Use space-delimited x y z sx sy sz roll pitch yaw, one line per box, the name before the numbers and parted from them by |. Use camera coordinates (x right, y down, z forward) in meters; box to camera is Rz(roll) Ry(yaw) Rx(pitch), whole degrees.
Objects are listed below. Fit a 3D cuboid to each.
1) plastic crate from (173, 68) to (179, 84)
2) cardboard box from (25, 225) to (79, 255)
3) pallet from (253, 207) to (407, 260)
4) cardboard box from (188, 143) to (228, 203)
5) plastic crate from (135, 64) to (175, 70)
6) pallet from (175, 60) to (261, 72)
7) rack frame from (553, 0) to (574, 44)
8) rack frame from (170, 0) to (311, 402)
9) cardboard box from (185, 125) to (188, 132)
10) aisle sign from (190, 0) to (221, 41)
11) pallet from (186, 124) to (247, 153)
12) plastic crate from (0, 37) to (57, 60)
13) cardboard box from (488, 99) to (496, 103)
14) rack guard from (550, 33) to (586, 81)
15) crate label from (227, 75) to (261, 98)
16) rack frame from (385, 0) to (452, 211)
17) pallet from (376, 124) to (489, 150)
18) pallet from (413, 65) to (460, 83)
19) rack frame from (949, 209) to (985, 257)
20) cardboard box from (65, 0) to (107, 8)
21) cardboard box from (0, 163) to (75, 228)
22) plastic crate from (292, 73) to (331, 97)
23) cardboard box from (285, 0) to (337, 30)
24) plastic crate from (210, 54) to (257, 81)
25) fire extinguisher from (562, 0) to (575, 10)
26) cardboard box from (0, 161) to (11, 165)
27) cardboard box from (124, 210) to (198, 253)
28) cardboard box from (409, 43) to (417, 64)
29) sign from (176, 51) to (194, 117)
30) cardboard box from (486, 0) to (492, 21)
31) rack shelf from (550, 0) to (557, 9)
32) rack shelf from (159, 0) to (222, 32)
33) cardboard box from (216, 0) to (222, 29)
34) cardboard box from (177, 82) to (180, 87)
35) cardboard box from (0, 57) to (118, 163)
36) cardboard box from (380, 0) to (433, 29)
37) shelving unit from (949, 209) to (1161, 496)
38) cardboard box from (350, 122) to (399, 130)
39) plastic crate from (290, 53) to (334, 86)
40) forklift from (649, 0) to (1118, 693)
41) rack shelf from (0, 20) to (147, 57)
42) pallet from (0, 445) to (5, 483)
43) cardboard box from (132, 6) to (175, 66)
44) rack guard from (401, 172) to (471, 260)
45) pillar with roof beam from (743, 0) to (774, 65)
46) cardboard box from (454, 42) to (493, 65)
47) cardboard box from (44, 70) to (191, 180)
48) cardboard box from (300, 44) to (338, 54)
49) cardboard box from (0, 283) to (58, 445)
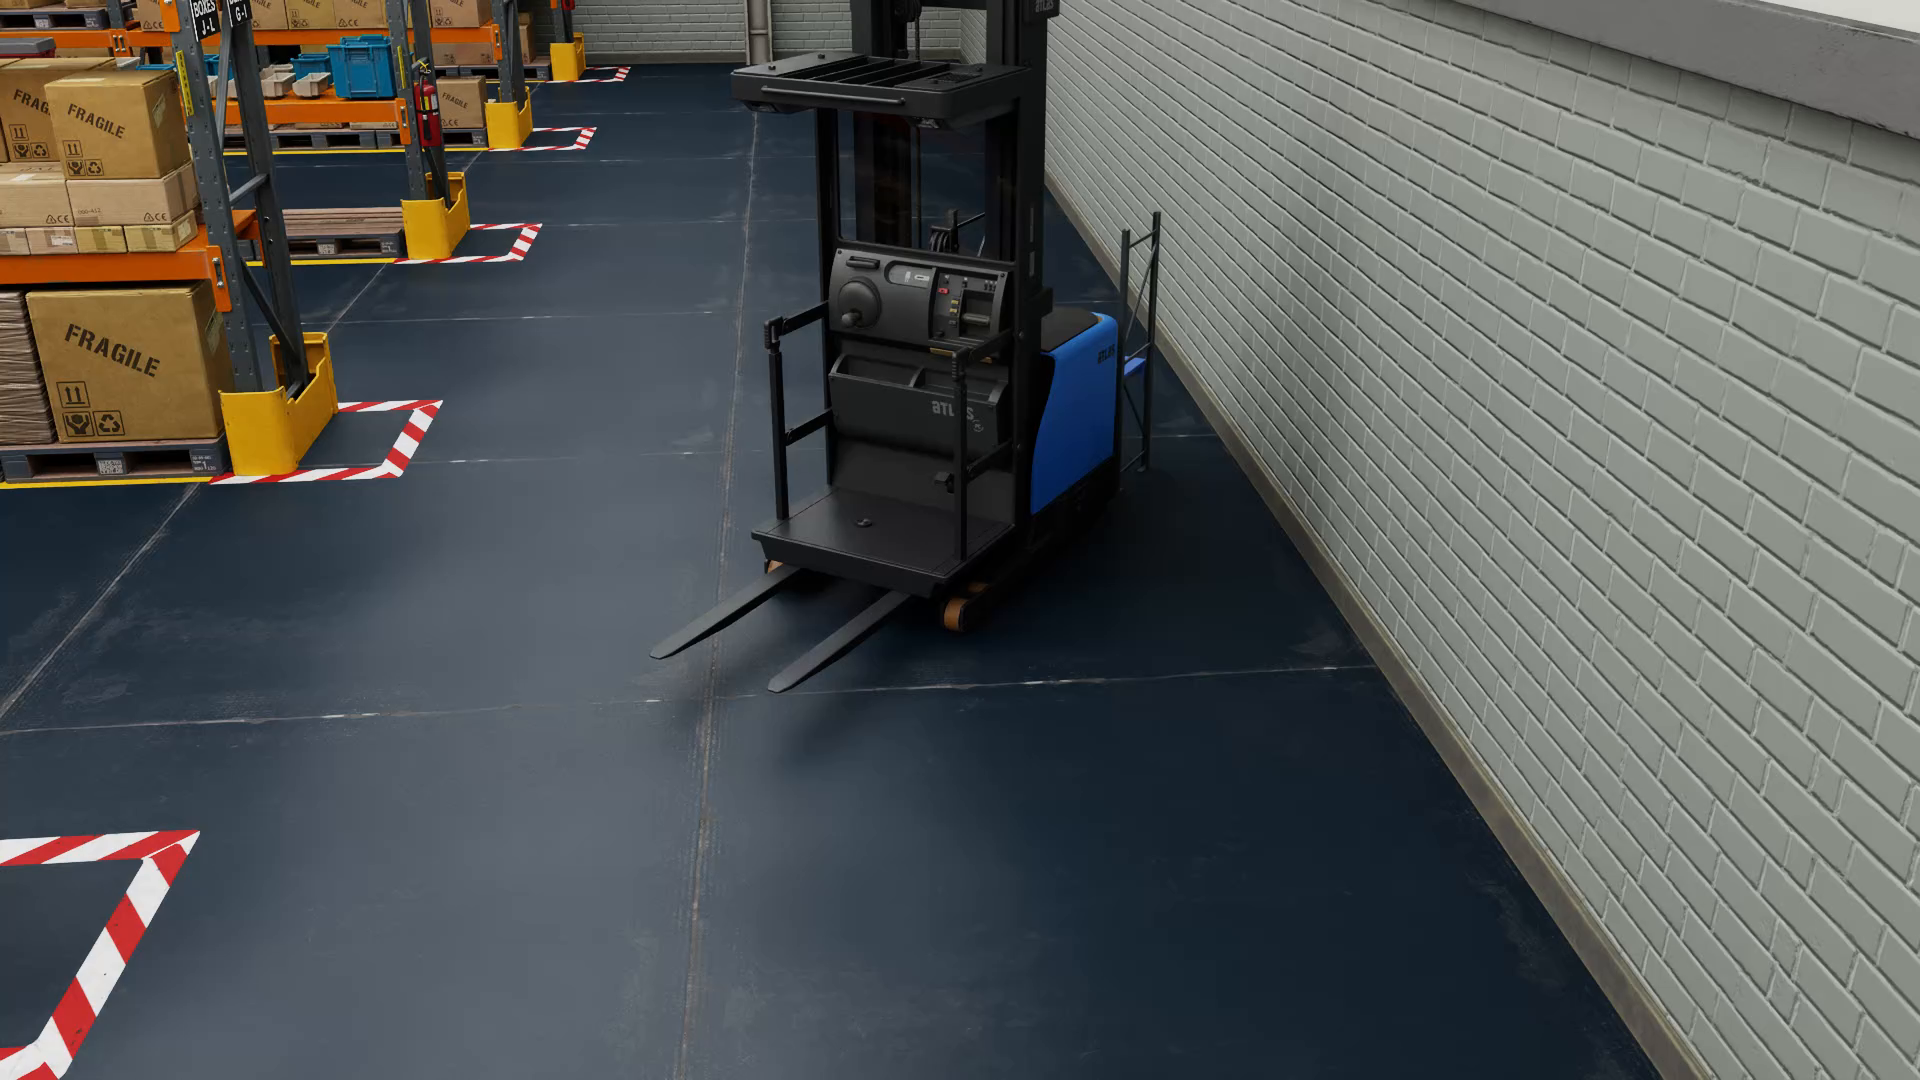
plastic crate | -6.869 -3.917 14.120 0.466 0.136 0.293 -2 24 -5
cardboard box | -4.937 -1.694 9.177 0.250 0.149 0.380 -2 24 -5
pallet | -5.417 -2.687 14.536 1.213 0.211 1.003 -2 24 -5
cardboard box | -4.610 -2.134 9.677 0.500 0.250 0.500 -3 24 -7
plastic crate | -6.611 -3.744 13.613 0.300 0.233 0.416 -2 24 -5
pallet | -10.307 -6.488 23.087 1.213 0.211 1.003 -2 24 -5
rack frame | -5.566 -7.983 23.018 0.127 3.000 1.000 -2 24 -5
rack frame | -4.105 -1.977 9.504 0.127 3.000 1.000 -2 24 -5
cardboard box | -8.617 -4.723 18.452 0.500 0.311 0.500 -2 24 -5
aisle sign | -4.004 -3.046 8.710 0.004 0.787 0.394 -2 24 -5
pallet | -8.372 -4.574 18.781 1.213 0.211 1.003 -2 24 -5
plastic crate | -7.660 -3.810 13.476 0.583 0.464 0.402 -2 24 -5
cardboard box | -5.526 -5.002 19.278 0.250 0.149 0.380 -2 24 -5
rack guard | -5.542 -6.842 23.528 0.348 0.500 1.175 -2 24 -5
crate label | -5.951 -3.753 13.752 0.243 0.136 0.396 -2 24 -5
rack frame | -4.592 -3.979 14.008 0.127 3.000 1.000 -2 24 -5
pallet | -5.944 -4.671 19.000 1.213 0.211 1.003 -2 24 -5
pallet | -7.565 -6.598 23.334 1.213 0.211 1.003 -2 24 -5
rack frame | 0.067 -1.211 9.628 0.032 1.500 0.500 12 26 24
cardboard box | -9.549 -6.130 18.209 0.500 0.500 0.700 -11 26 -23
cardboard box | -5.066 -1.898 9.145 0.500 0.250 0.500 -3 24 -6
plastic crate | -5.386 -3.780 13.812 0.243 0.136 0.396 -2 24 -5
cardboard box | -7.009 -5.839 18.071 0.500 0.500 0.500 -3 24 -6
plastic crate | -6.181 -4.000 14.189 0.300 0.233 0.416 -2 24 -5
fire extinguisher | -5.370 -7.597 22.703 0.183 0.674 0.296 -2 24 -5
cardboard box | -5.627 -2.092 9.582 0.500 0.250 0.500 -3 24 -7
cardboard box | -4.427 -1.715 9.224 0.250 0.149 0.380 -2 24 -4
cardboard box | -7.781 -6.900 23.141 0.500 0.500 0.700 -2 24 -4
sign | -4.066 -2.394 8.726 0.005 0.325 0.100 -2 24 -5
cardboard box | -5.543 -6.116 18.693 0.500 0.500 0.500 -2 24 -4
rack shelf | -7.556 -7.575 22.984 4.000 0.370 1.077 -2 24 -5
rack shelf | -6.096 -2.939 8.862 4.000 0.370 1.077 -2 24 -5
cardboard box | -8.013 -5.799 17.981 0.500 0.500 0.500 -2 24 -4
cardboard box | -8.517 -5.018 18.882 0.500 0.500 0.500 -2 24 -5
cardboard box | -5.107 -2.457 9.480 0.500 0.500 0.500 -3 24 -6
cardboard box | -6.010 -5.877 18.155 0.500 0.500 0.500 -2 24 -5
shelving unit | 0.521 -1.118 9.418 1.048 1.500 0.538 12 26 24
cardboard box | -6.541 -4.779 18.652 0.500 0.250 0.500 -2 24 -5
plastic crate | -5.525 -4.027 14.248 0.300 0.233 0.416 -2 24 -5
forklift | -0.304 -1.116 7.652 1.130 2.935 3.031 13 27 26
rack shelf | -11.046 -5.413 18.121 4.000 0.370 1.077 -2 24 -5
pallet | -6.105 -0.592 9.821 1.213 0.211 1.003 -2 24 -5
cardboard box | -11.065 -6.918 22.751 0.750 0.750 0.750 -2 24 -4
rack guard | -4.570 -2.843 14.530 0.348 0.500 1.175 -2 24 -5
pillar with roof beam | -2.541 -9.442 18.913 0.400 9.000 9.100 -2 24 -5
cardboard box | -6.751 -6.944 23.241 0.500 0.500 0.700 -2 24 -5
cardboard box | -4.564 -2.261 9.039 0.500 0.500 0.500 -2 24 -4
cardboard box | -8.792 -6.862 23.055 0.500 0.500 0.700 -2 24 -4
cardboard box | -5.640 -1.104 9.639 0.875 0.875 0.875 -2 24 -5
